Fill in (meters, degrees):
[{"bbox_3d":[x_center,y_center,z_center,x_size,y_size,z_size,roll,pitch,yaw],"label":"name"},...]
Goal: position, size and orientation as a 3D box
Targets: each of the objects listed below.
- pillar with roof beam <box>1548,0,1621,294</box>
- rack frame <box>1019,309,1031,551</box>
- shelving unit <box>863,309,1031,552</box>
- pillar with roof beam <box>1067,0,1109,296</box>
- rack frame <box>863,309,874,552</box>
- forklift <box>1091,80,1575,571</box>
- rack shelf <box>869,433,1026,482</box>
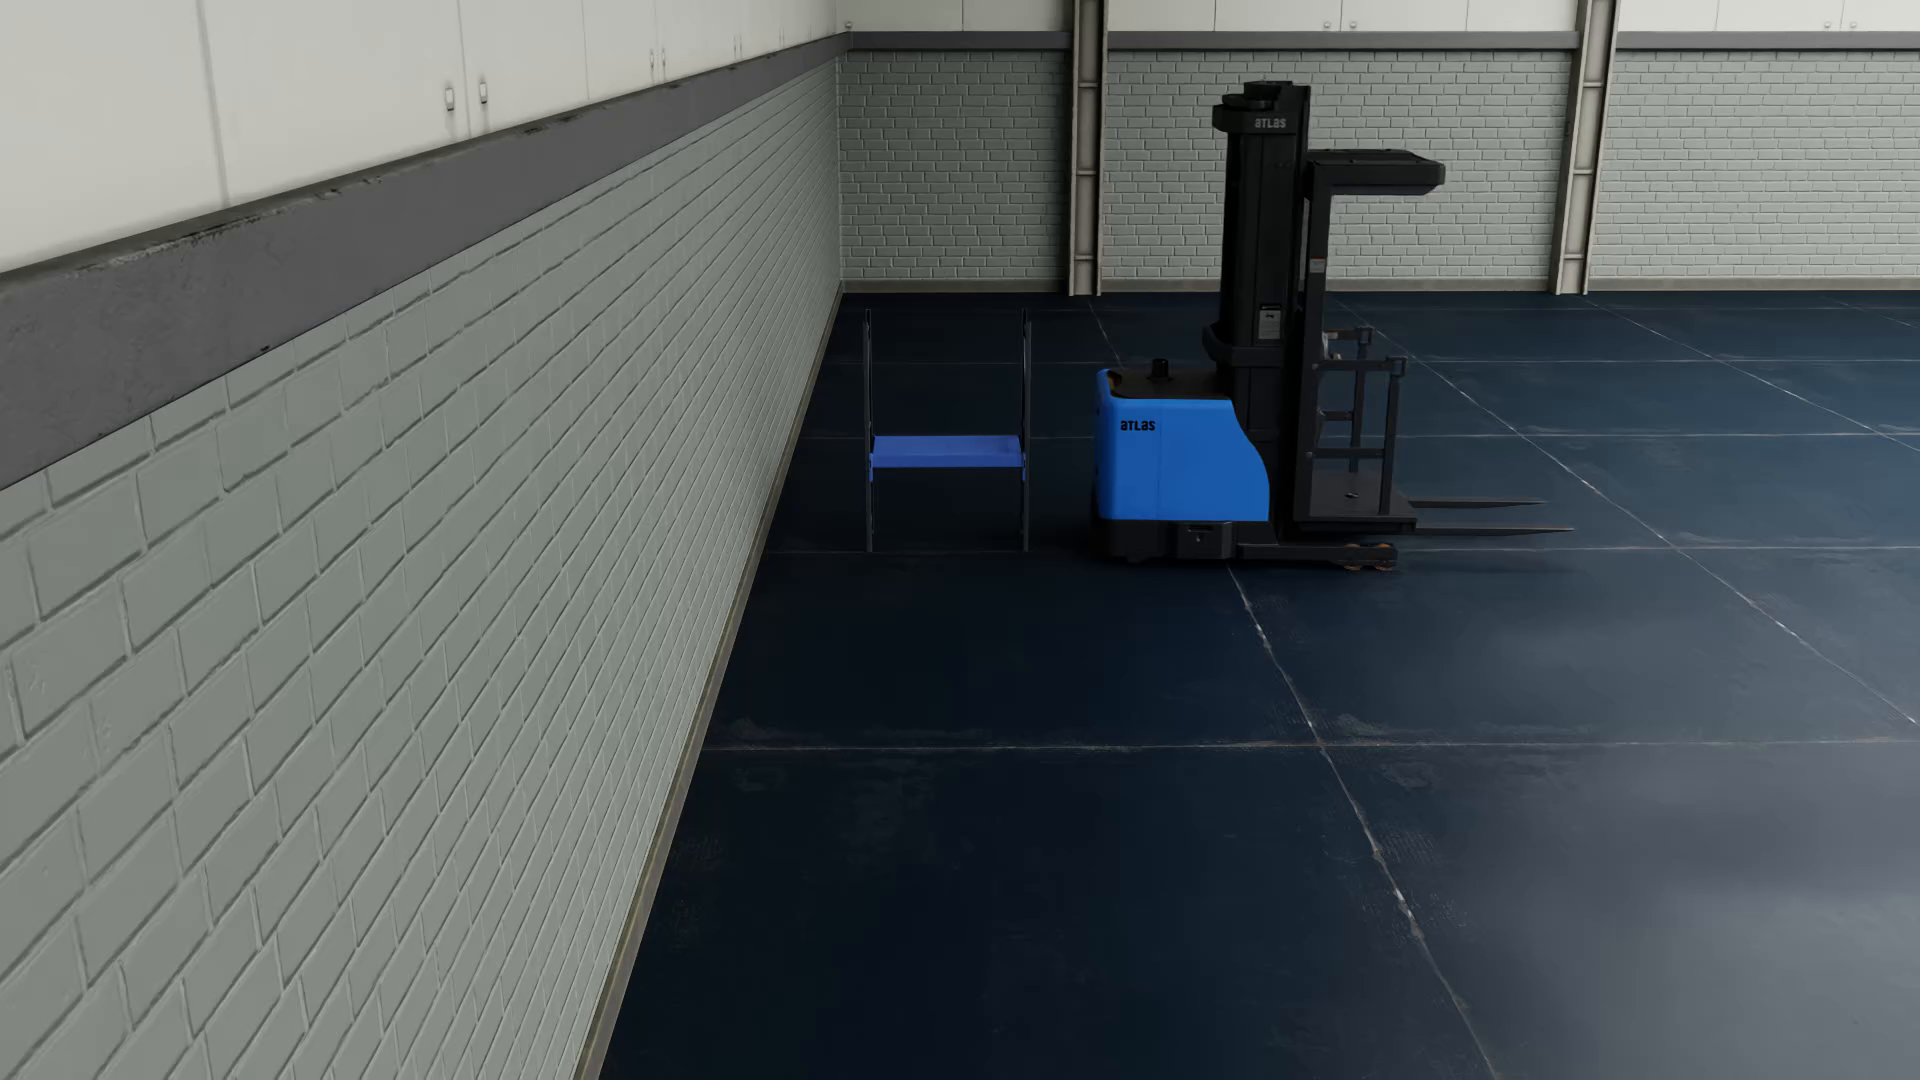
[{"bbox_3d":[7.594,-6.040,15.146,0.400,9.000,9.100,0,18,-1],"label":"pillar with roof beam"},{"bbox_3d":[0.423,-0.716,10.825,0.032,1.500,0.500,0,18,-1],"label":"rack frame"},{"bbox_3d":[-0.085,-0.714,10.817,1.048,1.500,0.538,0,18,-1],"label":"shelving unit"},{"bbox_3d":[1.595,-6.012,15.055,0.400,9.000,9.100,0,18,-1],"label":"pillar with roof beam"},{"bbox_3d":[-0.594,-0.711,10.810,0.032,1.500,0.500,0,18,-1],"label":"rack frame"},{"bbox_3d":[2.395,-1.368,10.514,3.031,2.935,1.130,1,18,2],"label":"forklift"},{"bbox_3d":[-0.085,-0.542,10.872,1.000,0.185,0.538,0,18,-1],"label":"rack shelf"}]
